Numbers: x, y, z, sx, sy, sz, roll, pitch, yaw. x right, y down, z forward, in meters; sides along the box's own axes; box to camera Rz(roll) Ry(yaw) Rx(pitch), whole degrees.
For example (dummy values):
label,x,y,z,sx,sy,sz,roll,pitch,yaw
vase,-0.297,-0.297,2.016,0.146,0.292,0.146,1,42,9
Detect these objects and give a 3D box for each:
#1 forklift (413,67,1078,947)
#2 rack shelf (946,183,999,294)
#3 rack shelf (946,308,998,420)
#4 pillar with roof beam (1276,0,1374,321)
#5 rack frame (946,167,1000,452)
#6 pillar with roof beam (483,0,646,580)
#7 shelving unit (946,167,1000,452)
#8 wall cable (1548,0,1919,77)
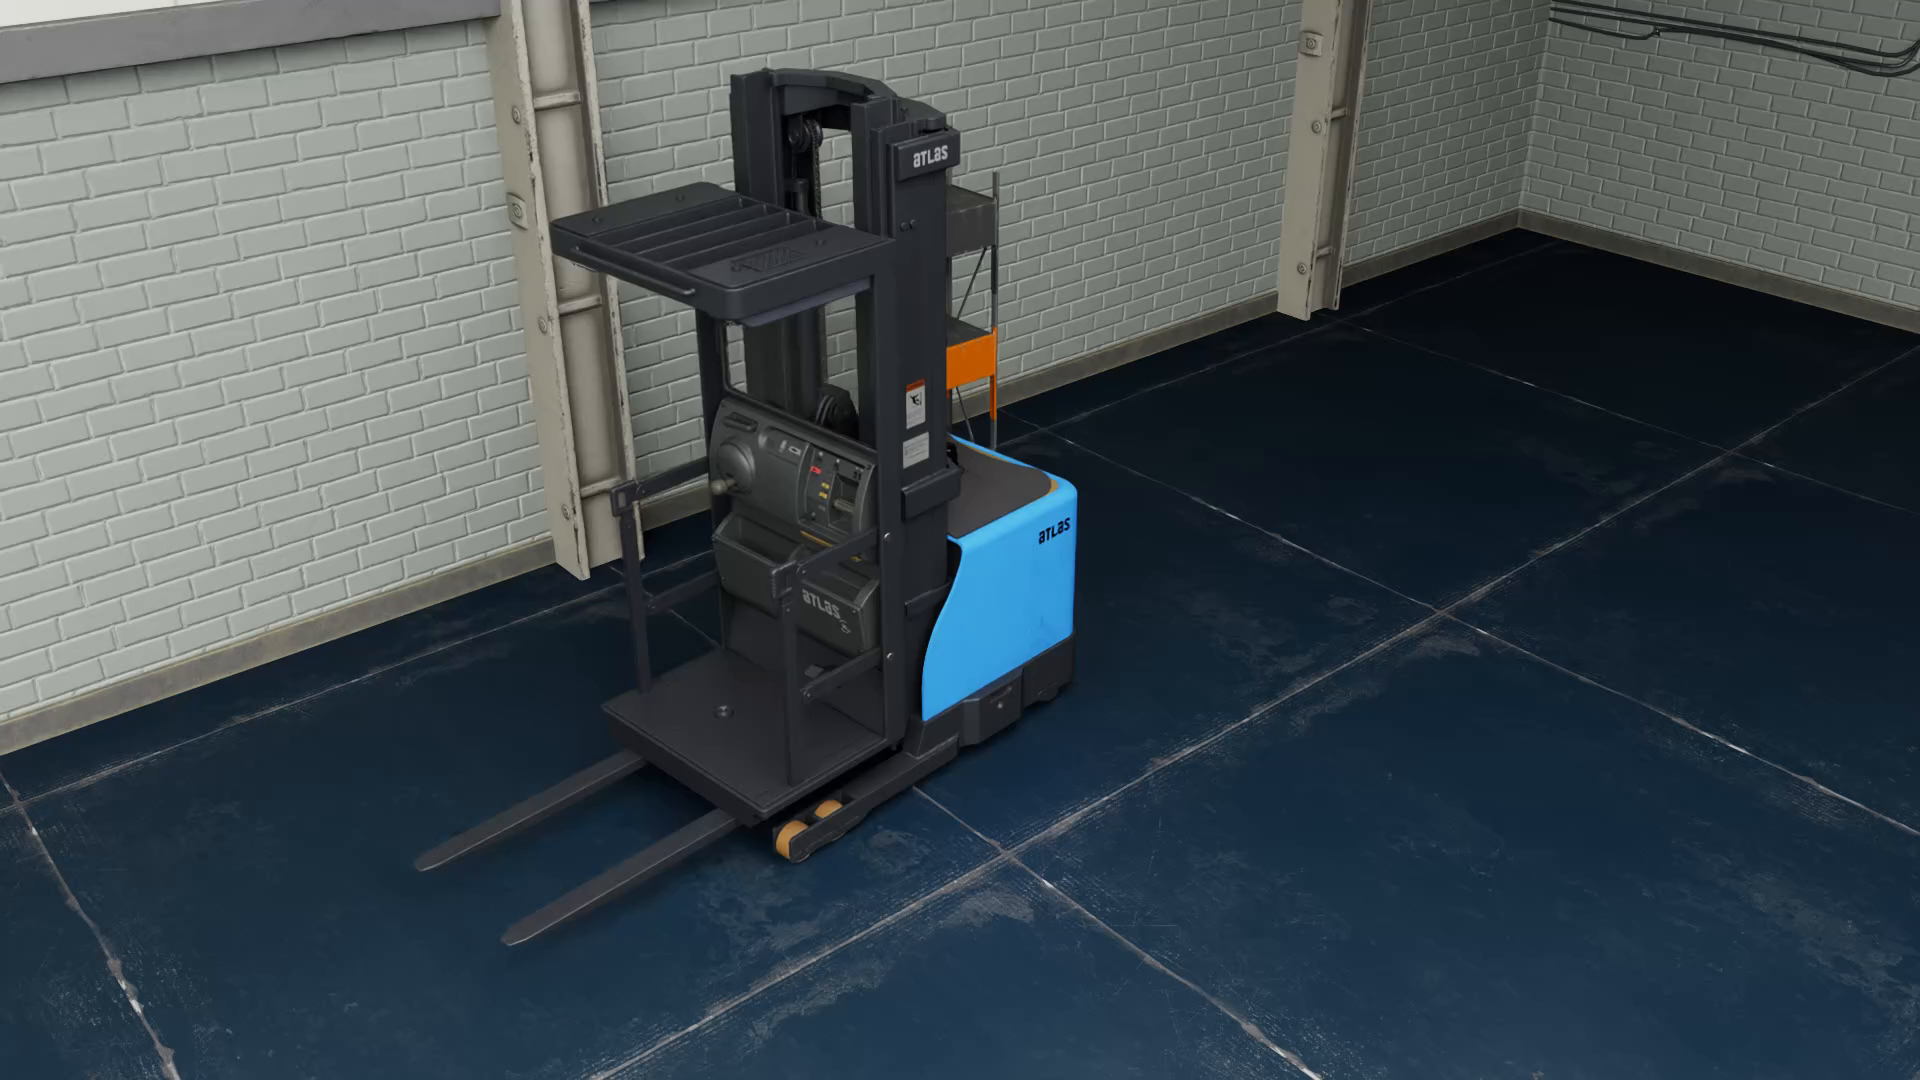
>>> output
label,x,y,z,sx,sy,sz,roll,pitch,yaw
forklift,-0.835,-0.250,6.609,1.130,2.935,3.031,24,36,37
rack shelf,-0.126,-1.481,8.337,0.480,0.518,0.431,-22,35,-35
rack shelf,-0.126,-0.863,8.667,0.480,0.518,0.431,-22,35,-35
pillar with roof beam,5.396,-4.160,7.486,0.400,9.000,9.100,-22,35,-35
rack frame,0.060,-0.950,8.800,0.015,2.100,0.400,-22,35,-35
pillar with roof beam,0.832,-2.324,4.052,0.400,9.000,9.100,-22,35,-35
shelving unit,-0.126,-0.875,8.660,0.503,2.100,0.431,-22,35,-35
wall cable,5.701,-4.761,11.906,0.112,2.526,3.097,-22,35,-35
